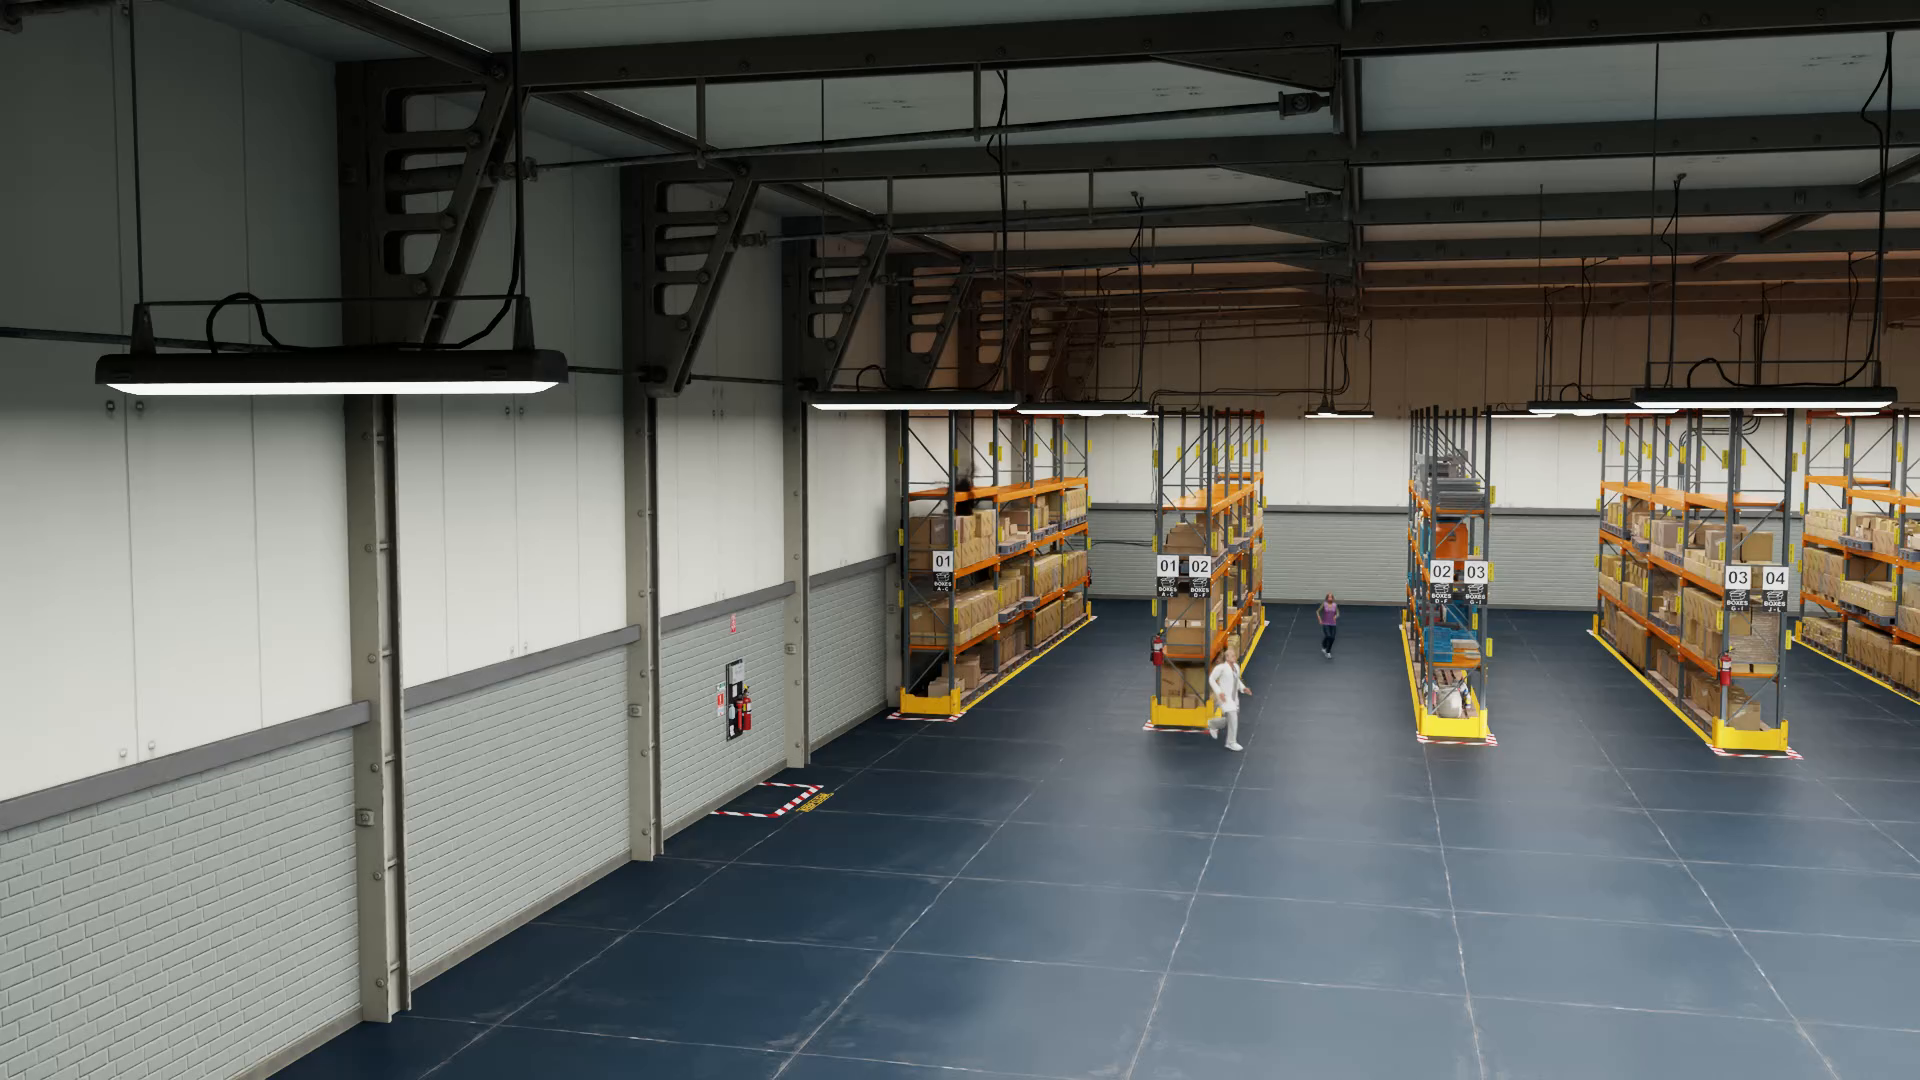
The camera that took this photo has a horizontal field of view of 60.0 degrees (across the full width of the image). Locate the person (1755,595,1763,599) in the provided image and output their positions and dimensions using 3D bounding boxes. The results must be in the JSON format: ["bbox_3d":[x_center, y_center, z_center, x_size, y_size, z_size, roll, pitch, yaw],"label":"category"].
[{"bbox_3d":[20.502,1.781,43.184,0.856,1.668,0.648,2,5,27],"label":"person"}]

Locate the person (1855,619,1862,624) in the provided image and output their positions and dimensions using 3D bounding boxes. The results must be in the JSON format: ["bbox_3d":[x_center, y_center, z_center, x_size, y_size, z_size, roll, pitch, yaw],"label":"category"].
[{"bbox_3d":[24.147,1.735,44.091,0.842,1.705,0.587,1,4,10],"label":"person"}]

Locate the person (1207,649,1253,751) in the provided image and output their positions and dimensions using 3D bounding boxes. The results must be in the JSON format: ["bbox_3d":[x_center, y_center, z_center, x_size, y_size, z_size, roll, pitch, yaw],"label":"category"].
[{"bbox_3d":[4.618,2.769,29.123,0.696,1.744,0.864,-4,6,-42],"label":"person"}]

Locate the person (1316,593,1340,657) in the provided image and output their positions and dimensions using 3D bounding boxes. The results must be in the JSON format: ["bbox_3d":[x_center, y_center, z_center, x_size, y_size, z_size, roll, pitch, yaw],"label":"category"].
[{"bbox_3d":[8.890,2.057,40.053,0.515,1.562,0.596,0,4,-4],"label":"person"}]
